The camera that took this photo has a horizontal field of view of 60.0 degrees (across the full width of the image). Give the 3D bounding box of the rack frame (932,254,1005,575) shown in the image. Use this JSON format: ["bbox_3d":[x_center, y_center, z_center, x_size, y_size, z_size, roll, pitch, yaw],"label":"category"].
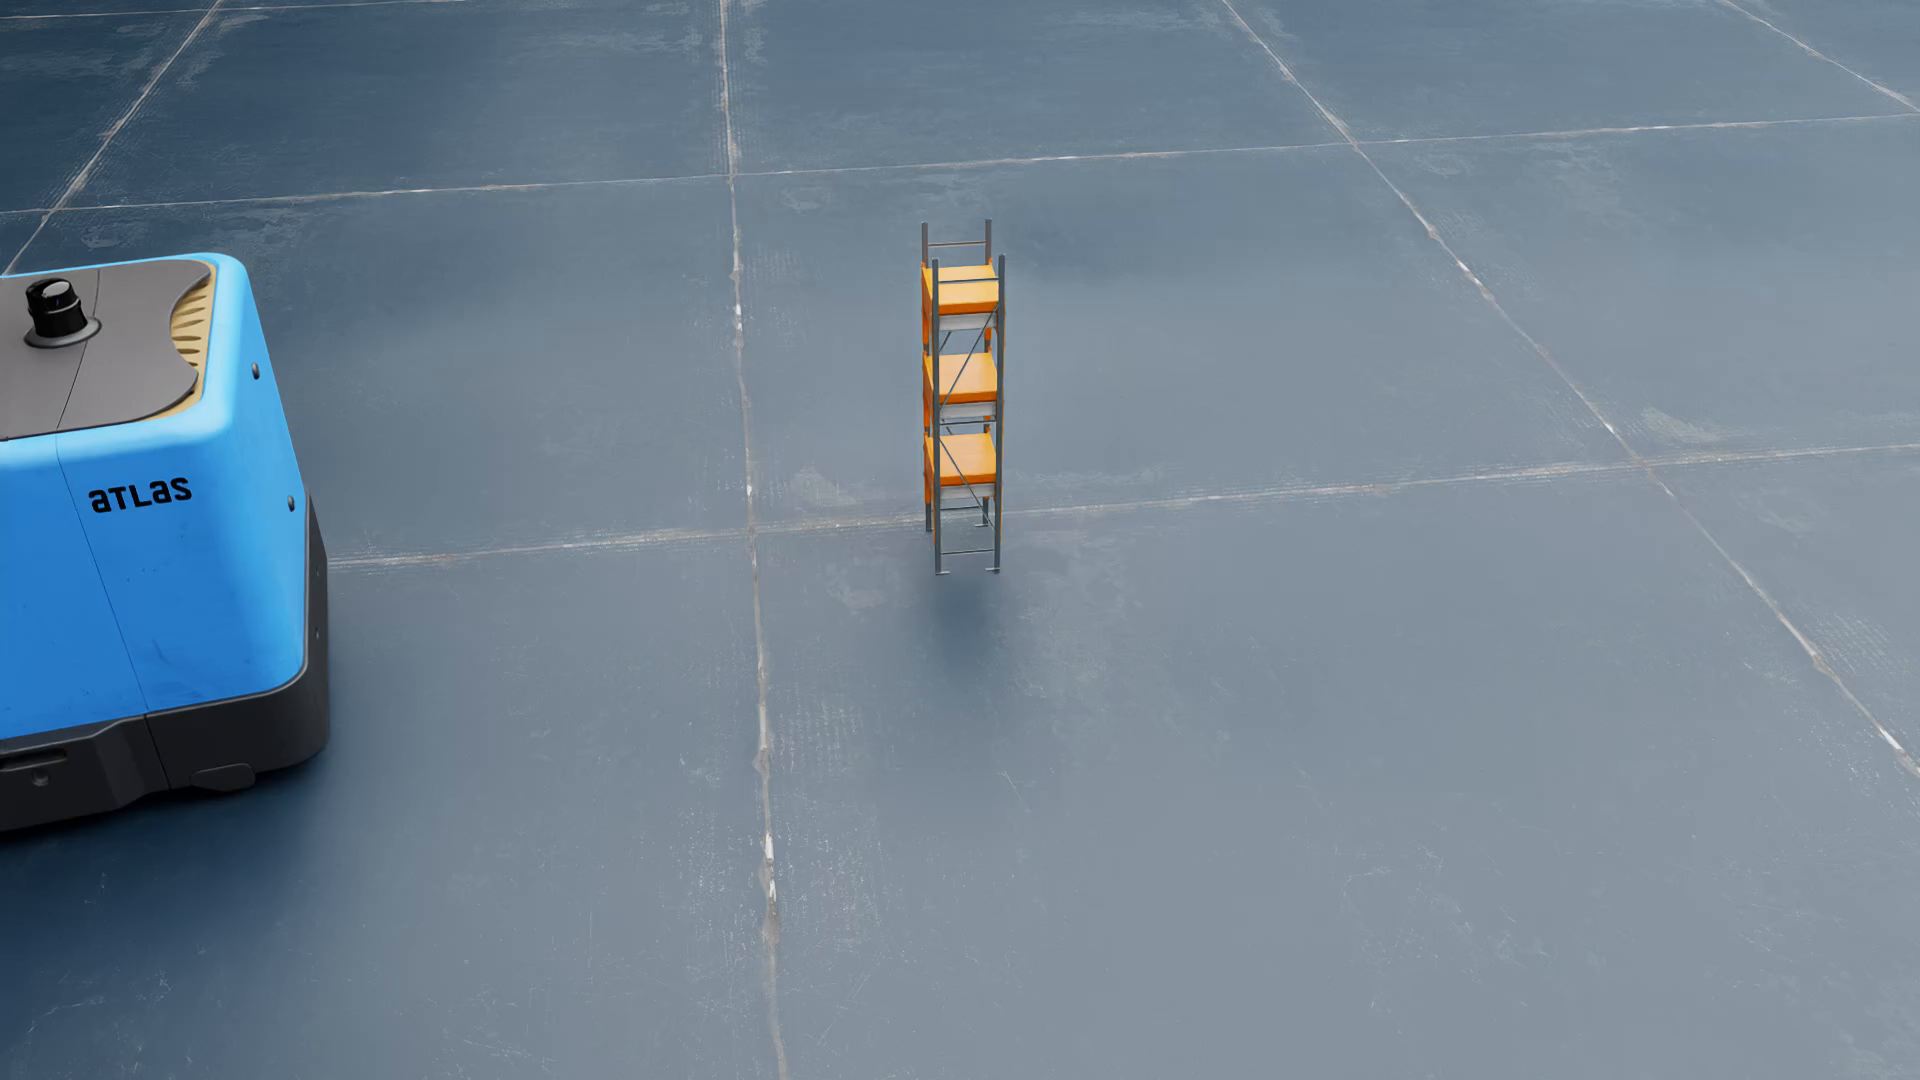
[{"bbox_3d":[0.024,-0.336,4.811,0.200,1.050,0.008,-4,35,-6],"label":"rack frame"}]

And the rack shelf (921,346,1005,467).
[{"bbox_3d":[0.007,-0.395,4.916,0.215,0.259,0.240,-4,35,-6],"label":"rack shelf"}]

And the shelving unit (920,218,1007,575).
[{"bbox_3d":[0.007,-0.404,4.911,0.215,1.050,0.252,-4,35,-6],"label":"shelving unit"}]

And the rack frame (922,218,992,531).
[{"bbox_3d":[-0.009,-0.472,5.010,0.200,1.050,0.008,-4,35,-6],"label":"rack frame"}]

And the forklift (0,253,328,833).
[{"bbox_3d":[-3.233,-0.609,3.541,3.031,2.935,1.130,-10,36,-15],"label":"forklift"}]

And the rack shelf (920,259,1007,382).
[{"bbox_3d":[0.007,-0.630,4.757,0.215,0.259,0.240,-4,35,-6],"label":"rack shelf"}]

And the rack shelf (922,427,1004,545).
[{"bbox_3d":[0.007,-0.166,5.073,0.215,0.259,0.240,-4,35,-6],"label":"rack shelf"}]
